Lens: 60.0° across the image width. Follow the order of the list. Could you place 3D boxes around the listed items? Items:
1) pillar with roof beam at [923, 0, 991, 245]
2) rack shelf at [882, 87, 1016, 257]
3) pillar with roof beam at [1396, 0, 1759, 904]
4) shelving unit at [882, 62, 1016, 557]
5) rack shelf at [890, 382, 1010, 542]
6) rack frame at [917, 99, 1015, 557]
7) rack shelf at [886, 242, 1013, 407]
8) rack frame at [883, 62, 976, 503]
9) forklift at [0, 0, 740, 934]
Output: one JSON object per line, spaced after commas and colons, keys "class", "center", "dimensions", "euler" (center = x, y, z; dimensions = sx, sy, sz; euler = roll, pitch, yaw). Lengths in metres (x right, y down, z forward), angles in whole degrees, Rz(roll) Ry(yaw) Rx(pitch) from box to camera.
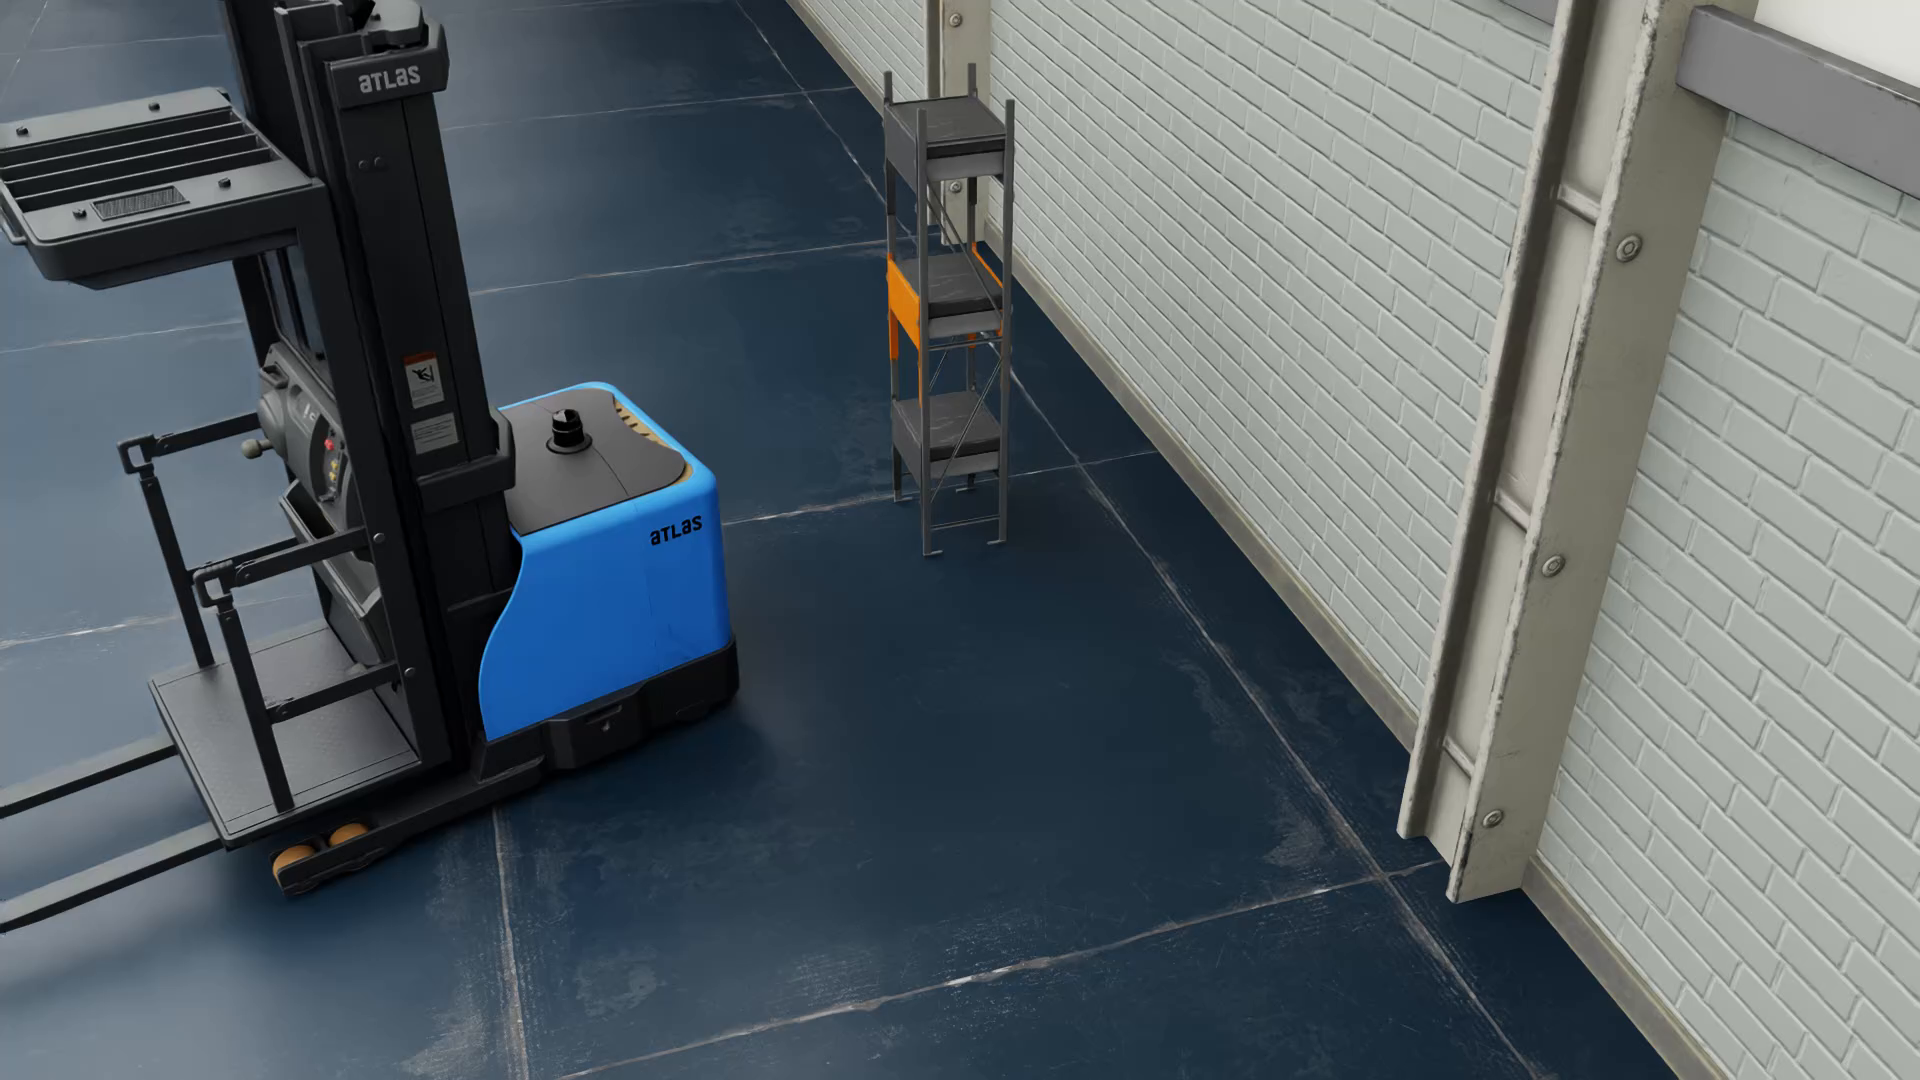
{"class": "pillar with roof beam", "center": [-4.117, -5.036, 7.208], "dimensions": [9.100, 9.000, 0.400], "euler": [-10, 35, -15]}
{"class": "rack shelf", "center": [-0.051, -1.536, 6.924], "dimensions": [0.431, 0.518, 0.480], "euler": [-10, 35, -15]}
{"class": "pillar with roof beam", "center": [-2.287, -1.886, 2.441], "dimensions": [9.100, 9.000, 0.400], "euler": [-10, 35, -15]}
{"class": "shelving unit", "center": [-0.051, -0.963, 7.303], "dimensions": [0.431, 2.100, 0.503], "euler": [-10, 35, -15]}
{"class": "rack shelf", "center": [-0.051, -0.368, 7.696], "dimensions": [0.431, 0.518, 0.480], "euler": [-10, 35, -15]}
{"class": "rack frame", "center": [0.024, -0.835, 7.109], "dimensions": [0.400, 2.100, 0.015], "euler": [-10, 35, -15]}
{"class": "rack shelf", "center": [-0.051, -0.952, 7.310], "dimensions": [0.431, 0.518, 0.480], "euler": [-10, 35, -15]}
{"class": "rack frame", "center": [-0.125, -1.091, 7.497], "dimensions": [0.400, 2.100, 0.015], "euler": [-10, 35, -15]}
{"class": "forklift", "center": [-2.388, -0.310, 5.560], "dimensions": [3.031, 2.935, 1.130], "euler": [-21, 39, -29]}
